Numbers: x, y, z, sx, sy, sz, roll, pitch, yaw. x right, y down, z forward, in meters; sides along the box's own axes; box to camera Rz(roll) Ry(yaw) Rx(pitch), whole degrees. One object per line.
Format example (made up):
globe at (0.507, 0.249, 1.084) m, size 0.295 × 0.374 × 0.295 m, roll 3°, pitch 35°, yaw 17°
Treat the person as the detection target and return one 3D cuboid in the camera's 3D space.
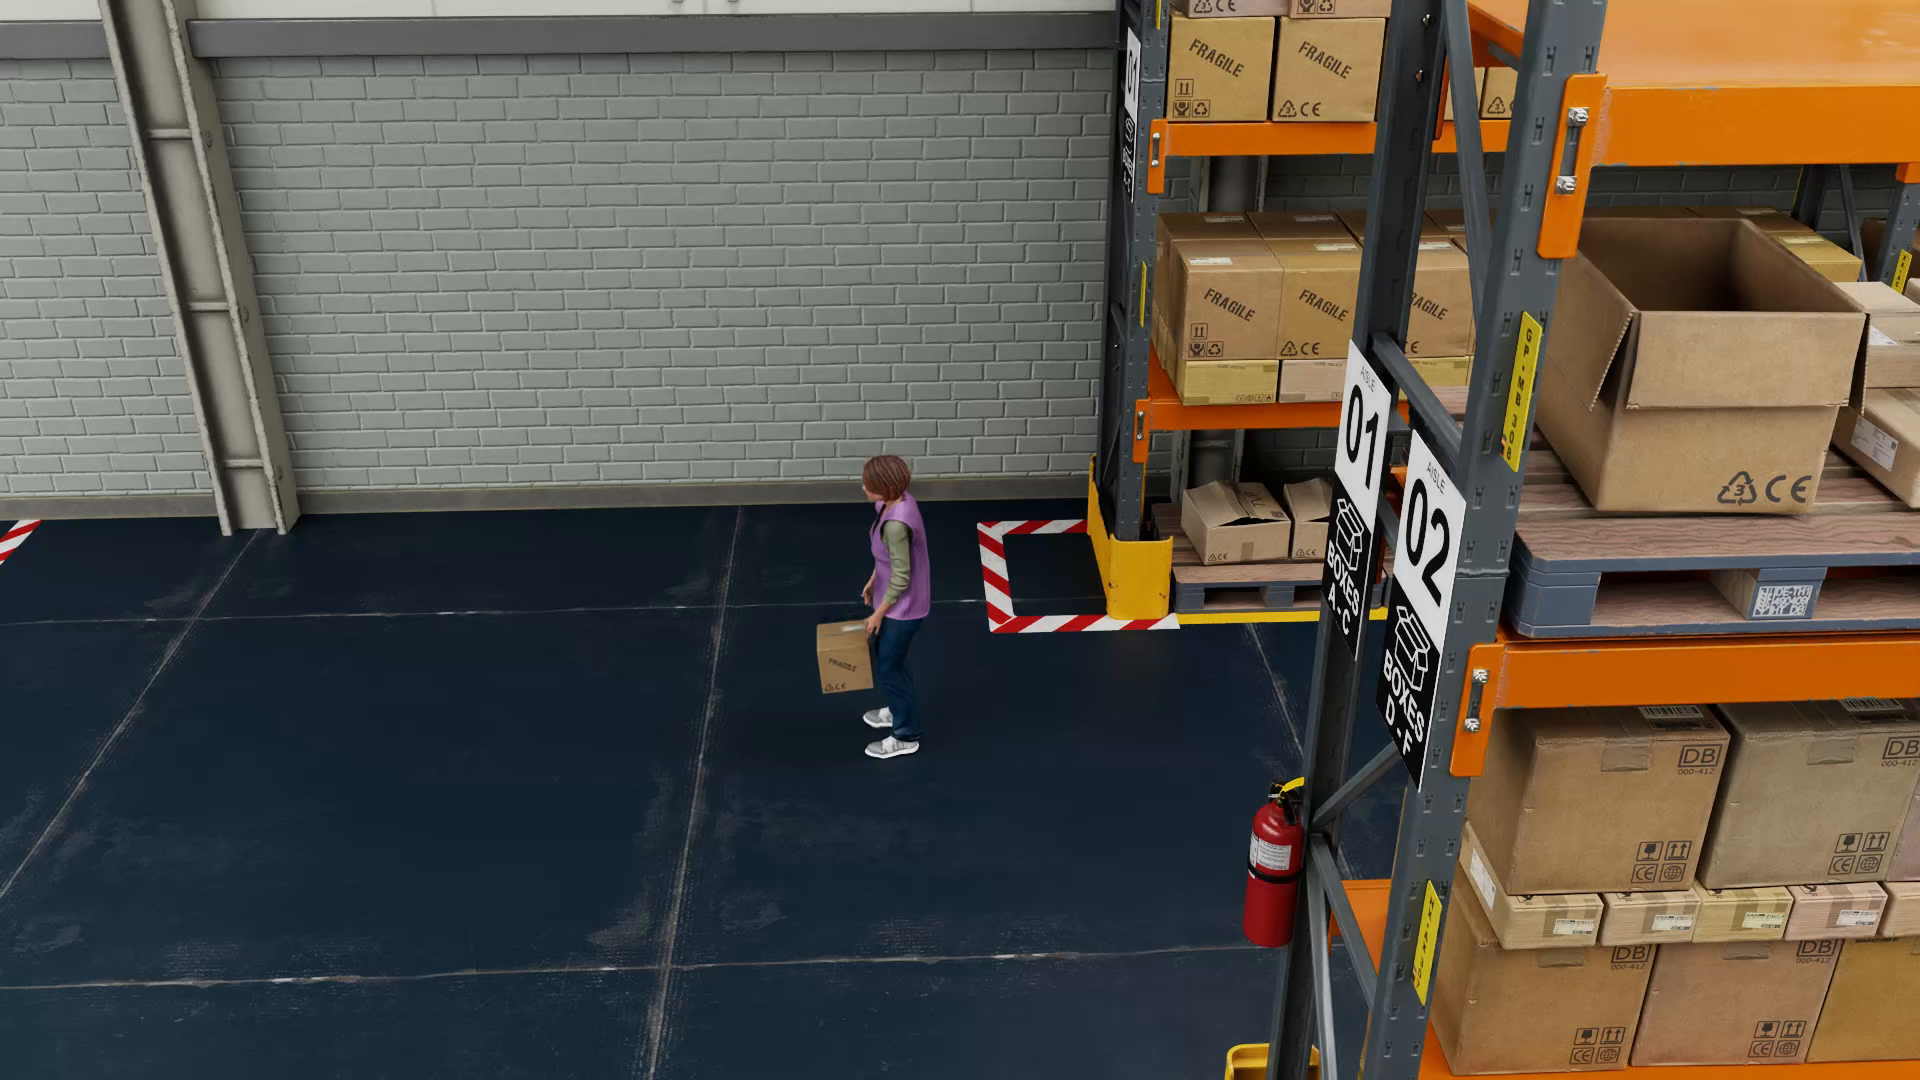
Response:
person at (-0.314, 0.312, 8.039) m, size 0.336 × 1.599 × 0.450 m, roll -2°, pitch 28°, yaw -4°
